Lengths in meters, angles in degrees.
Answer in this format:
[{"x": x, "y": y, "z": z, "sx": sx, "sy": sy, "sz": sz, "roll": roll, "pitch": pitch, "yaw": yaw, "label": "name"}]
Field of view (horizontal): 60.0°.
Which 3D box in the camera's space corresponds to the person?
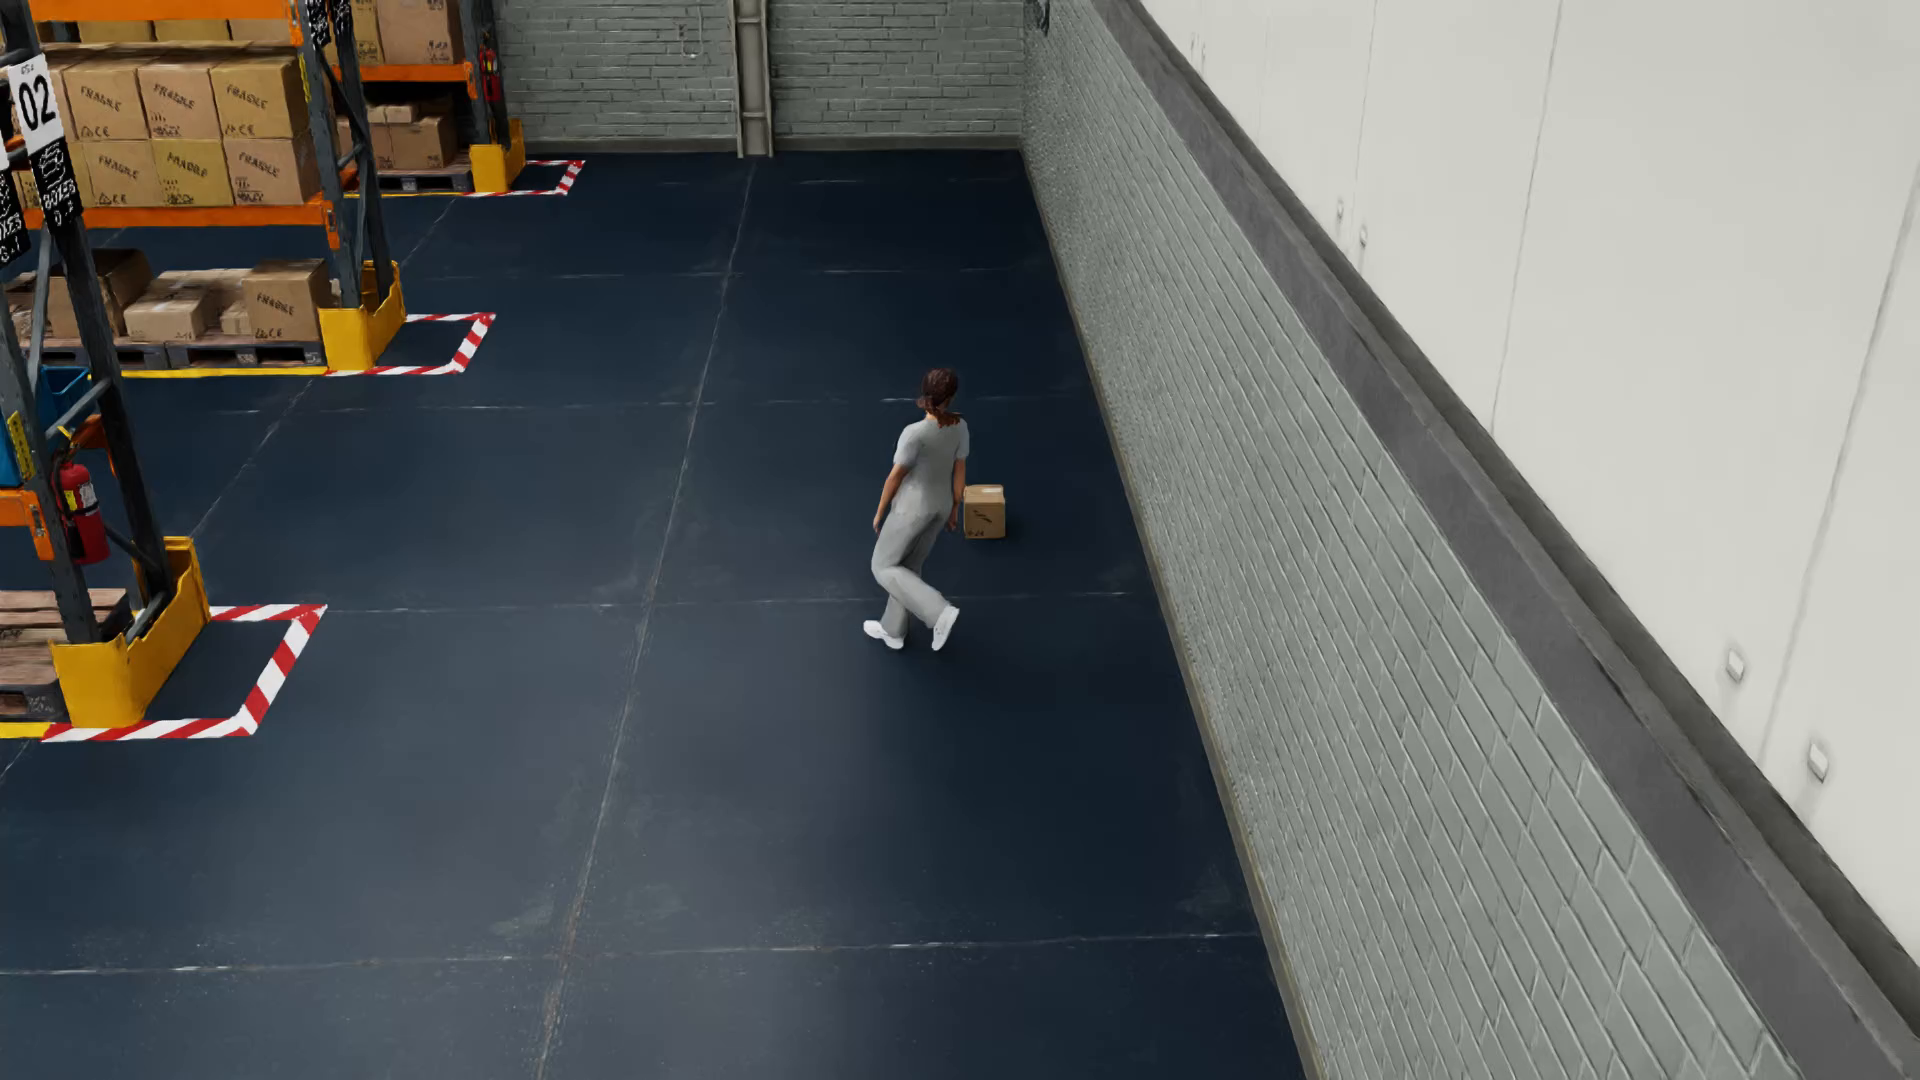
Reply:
[{"x": -0.189, "y": -0.151, "z": 8.933, "sx": 0.518, "sy": 1.639, "sz": 0.705, "roll": -24, "pitch": 36, "yaw": -38, "label": "person"}]
